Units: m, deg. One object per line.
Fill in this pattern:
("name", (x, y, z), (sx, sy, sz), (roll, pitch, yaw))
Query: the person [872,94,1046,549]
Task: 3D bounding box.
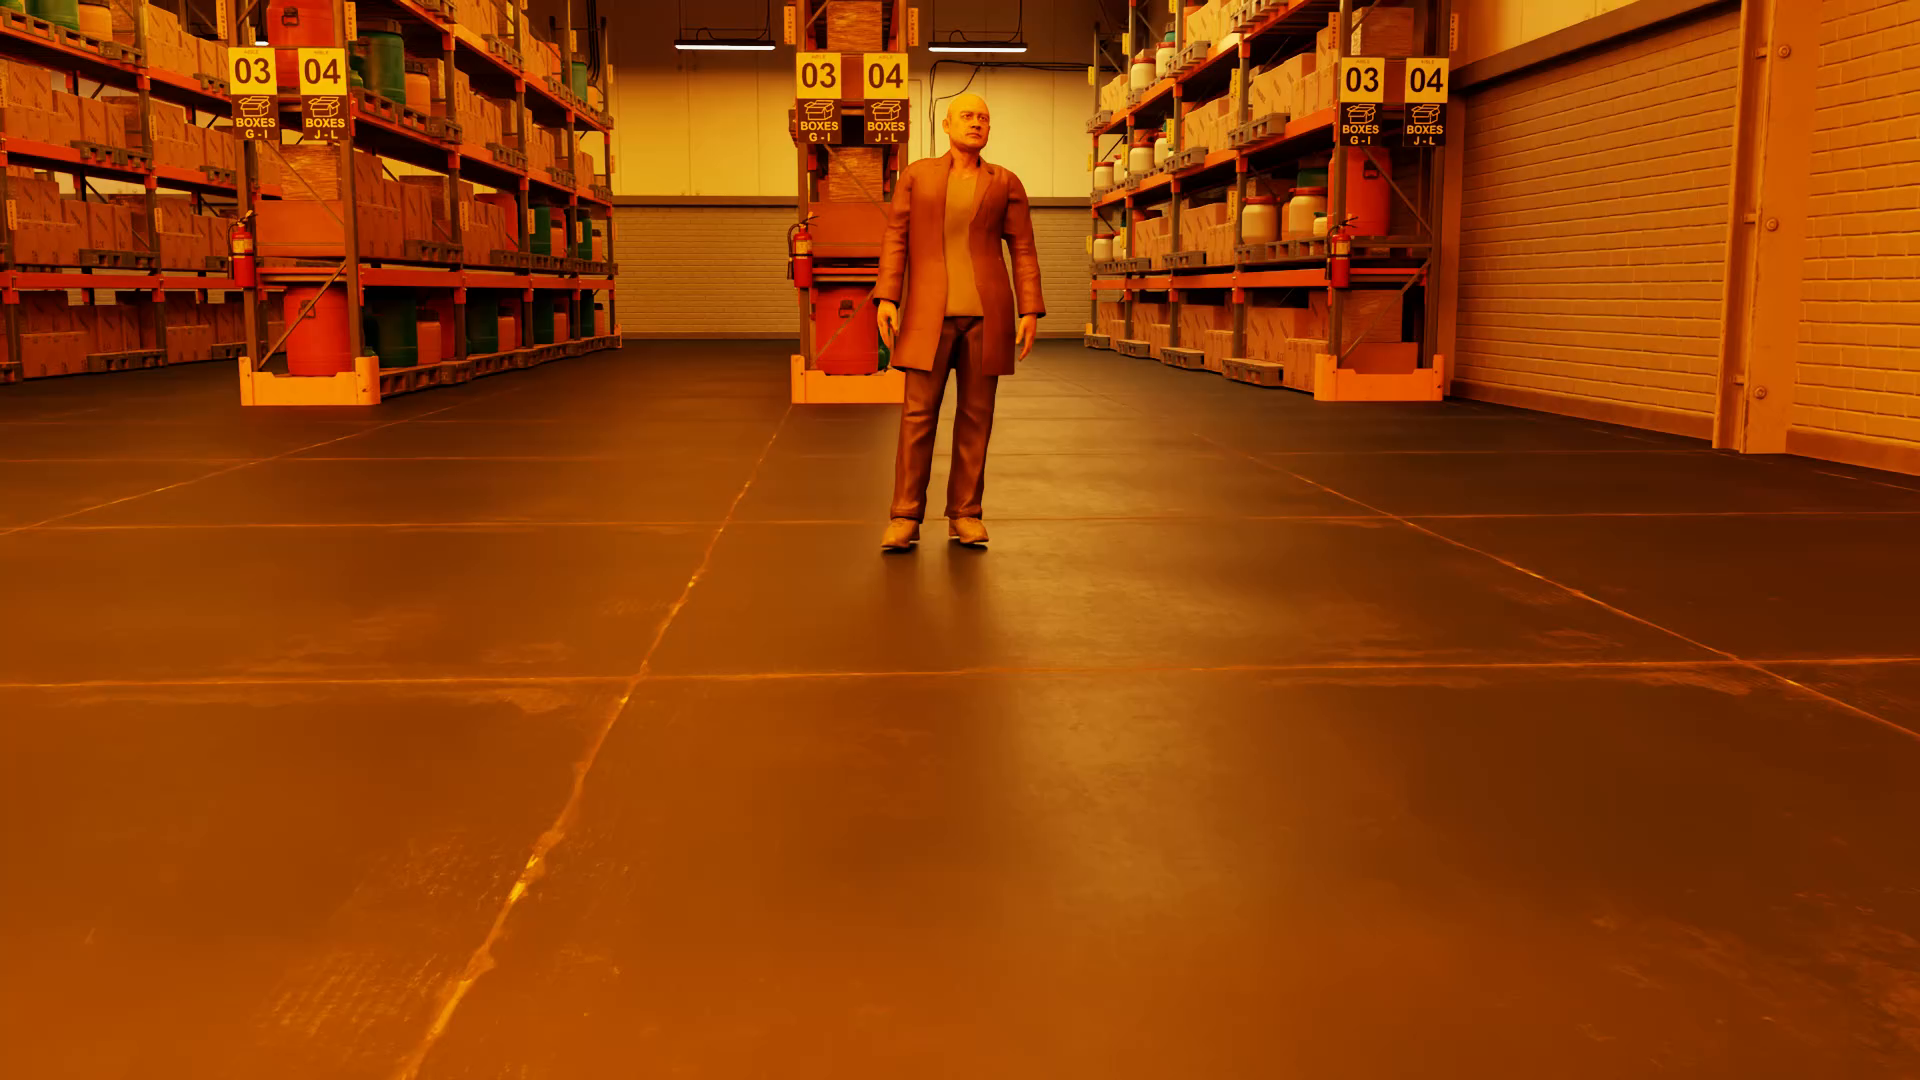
("person", (0.001, -0.873, 6.589), (0.696, 1.775, 0.582), (-1, 8, -4))
